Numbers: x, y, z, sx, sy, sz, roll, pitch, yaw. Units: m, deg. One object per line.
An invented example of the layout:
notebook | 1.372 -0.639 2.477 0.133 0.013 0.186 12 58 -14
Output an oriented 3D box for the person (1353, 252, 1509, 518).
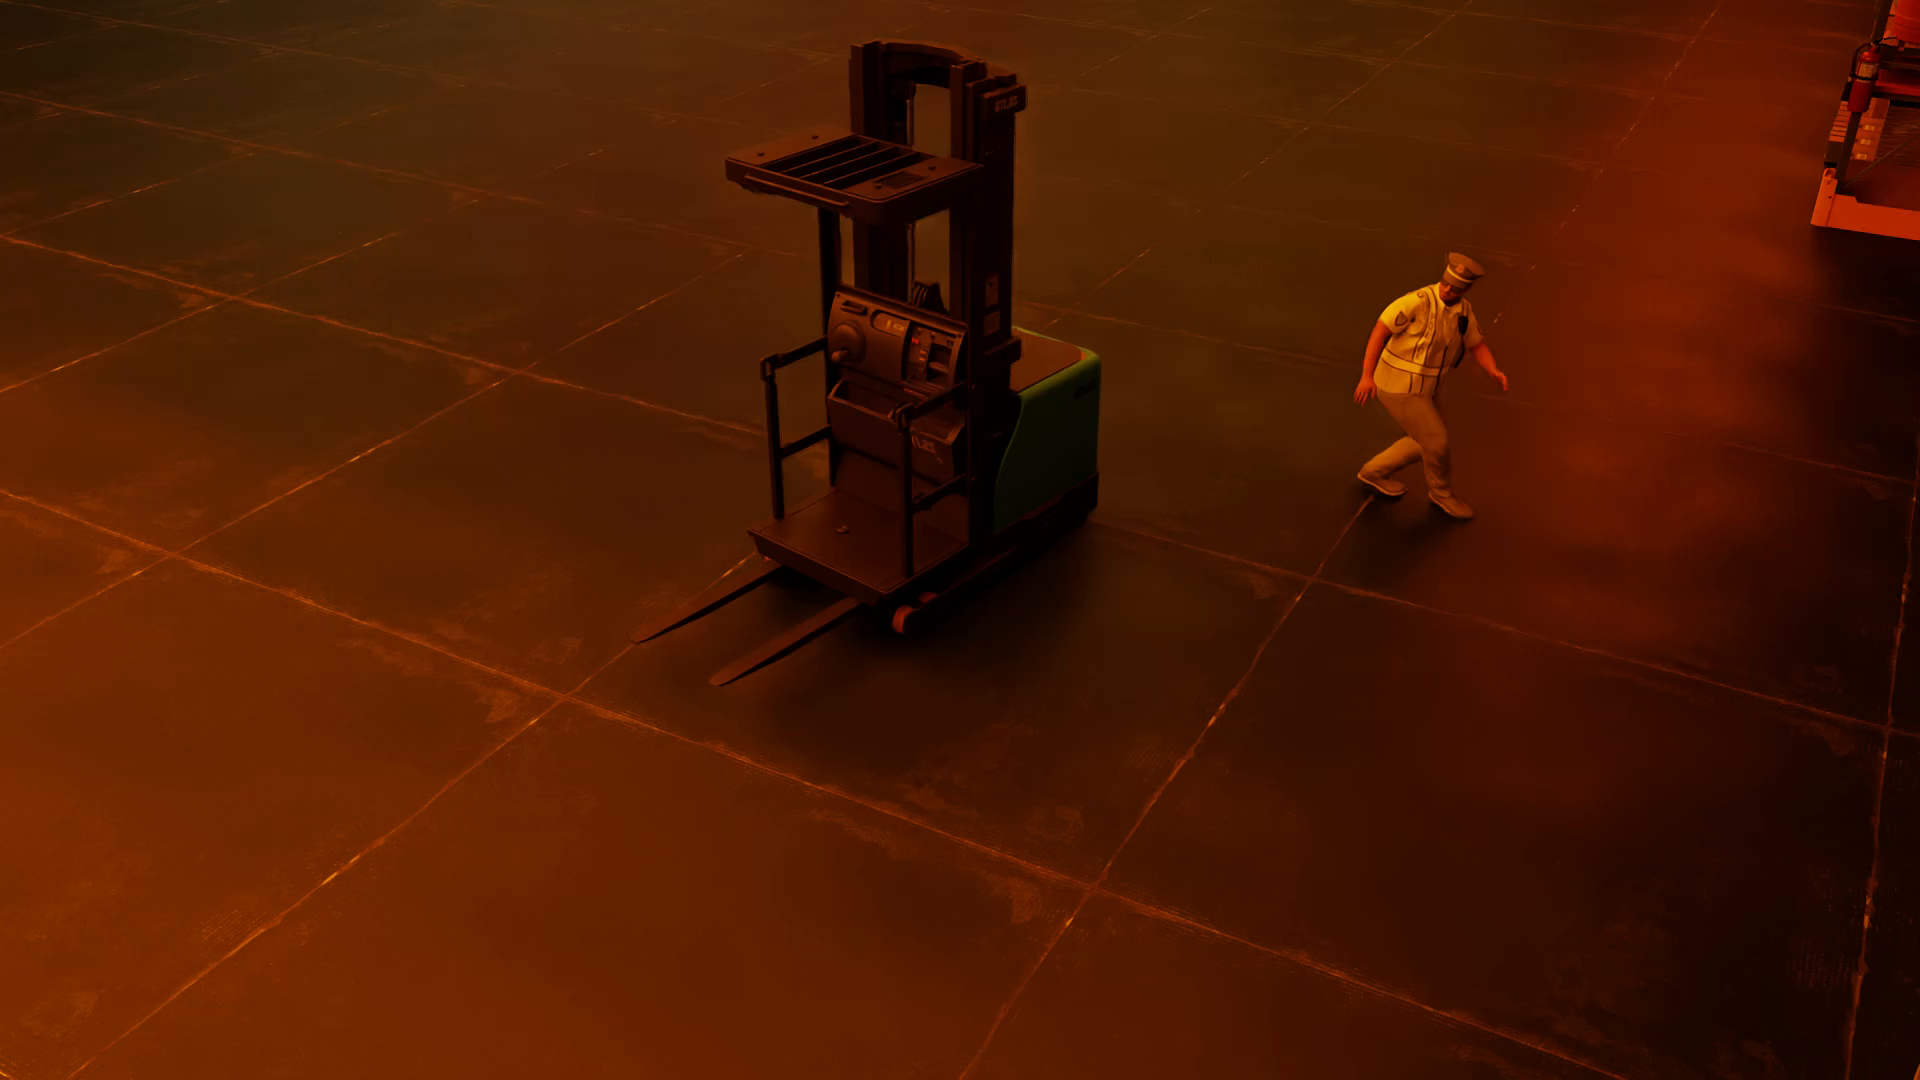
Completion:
person | 2.818 -0.889 9.946 0.838 1.650 0.814 24 38 35

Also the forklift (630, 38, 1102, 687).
forklift | -0.488 -1.030 8.855 1.130 2.935 3.031 23 37 34
